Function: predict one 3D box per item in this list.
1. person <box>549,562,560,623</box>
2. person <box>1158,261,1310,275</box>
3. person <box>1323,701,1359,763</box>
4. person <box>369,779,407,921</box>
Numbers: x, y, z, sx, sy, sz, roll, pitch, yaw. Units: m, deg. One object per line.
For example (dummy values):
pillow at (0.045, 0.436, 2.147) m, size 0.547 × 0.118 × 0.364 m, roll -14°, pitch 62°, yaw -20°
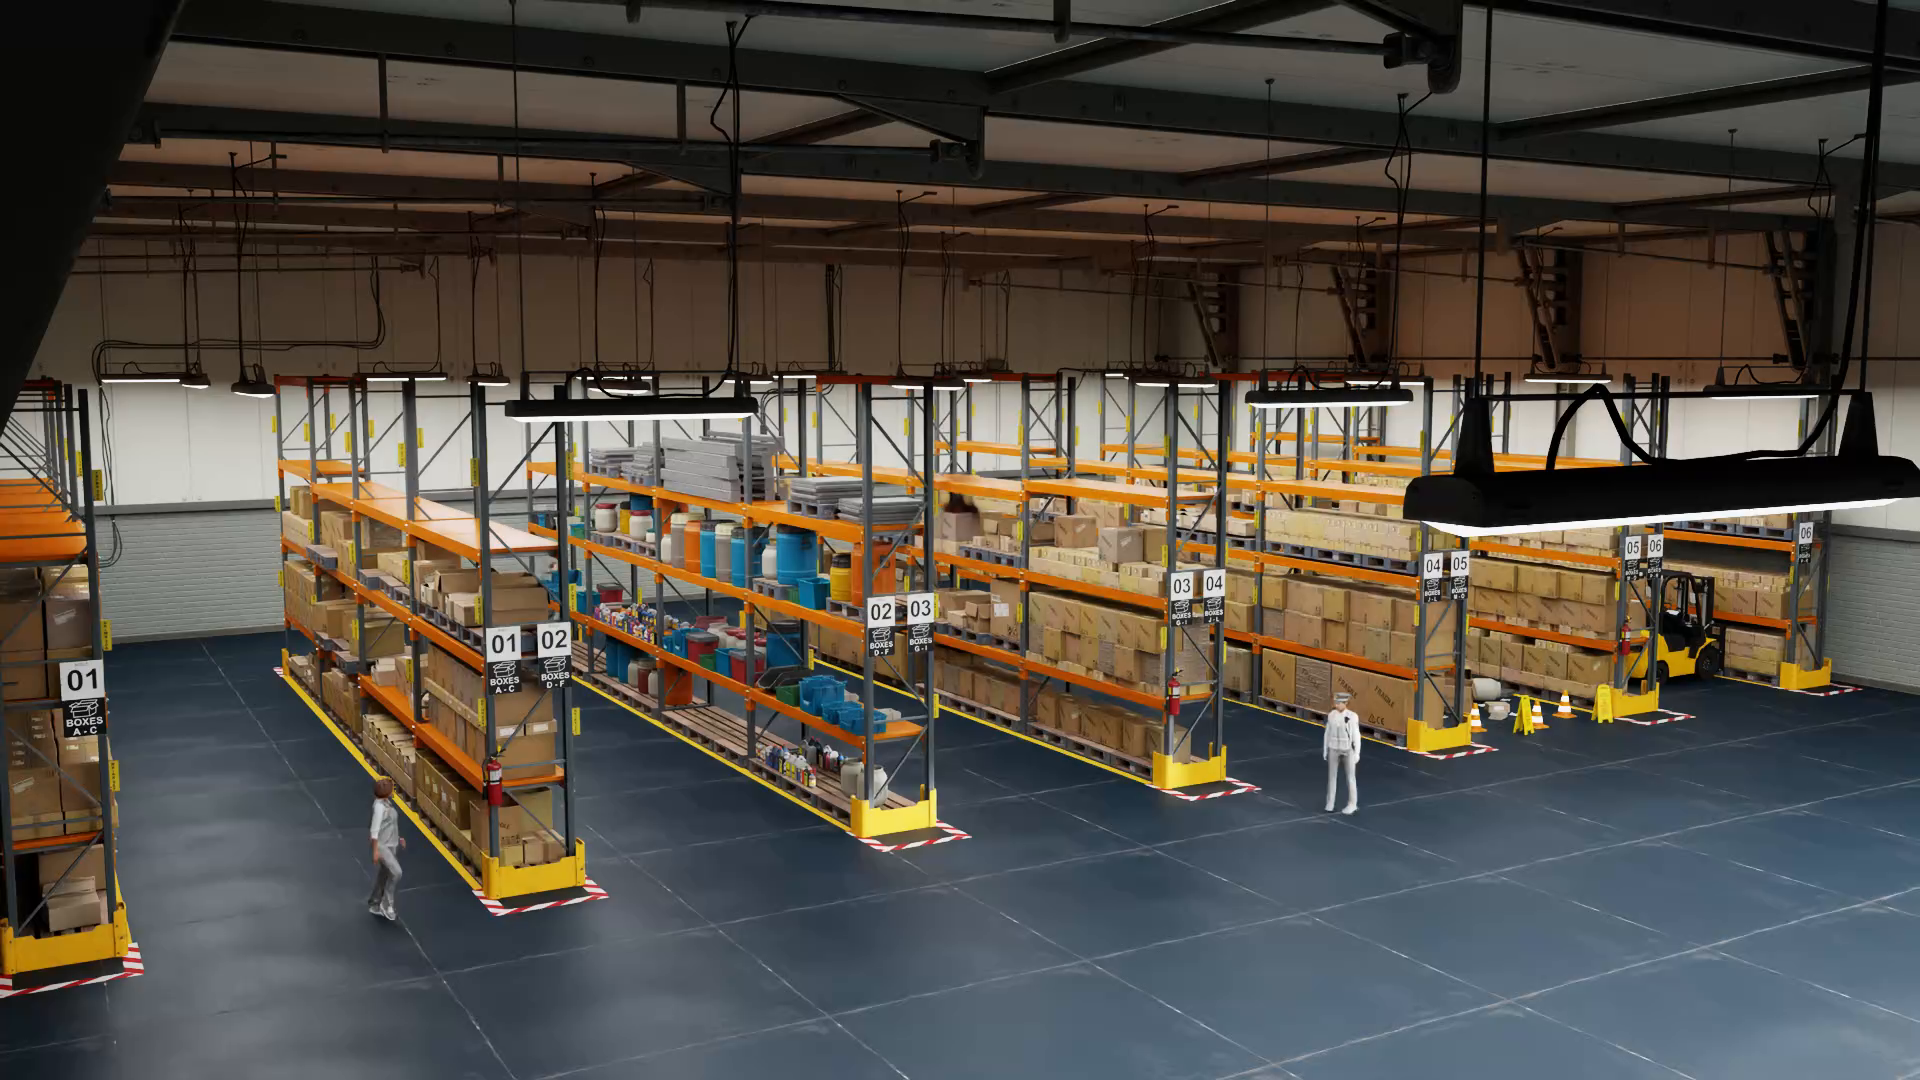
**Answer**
person at (-9.166, 1.325, 38.035) m, size 0.461 × 1.656 × 0.469 m, roll -2°, pitch 7°, yaw -21°
person at (6.709, -3.194, 45.580) m, size 5.699 × 8.939 × 8.914 m, roll -5°, pitch 8°, yaw -39°
person at (5.327, 2.621, 23.230) m, size 0.508 × 0.983 × 0.345 m, roll 4°, pitch 7°, yaw 31°
person at (-6.532, 3.481, 18.821) m, size 0.407 × 1.606 × 0.525 m, roll 1°, pitch 6°, yaw 12°
